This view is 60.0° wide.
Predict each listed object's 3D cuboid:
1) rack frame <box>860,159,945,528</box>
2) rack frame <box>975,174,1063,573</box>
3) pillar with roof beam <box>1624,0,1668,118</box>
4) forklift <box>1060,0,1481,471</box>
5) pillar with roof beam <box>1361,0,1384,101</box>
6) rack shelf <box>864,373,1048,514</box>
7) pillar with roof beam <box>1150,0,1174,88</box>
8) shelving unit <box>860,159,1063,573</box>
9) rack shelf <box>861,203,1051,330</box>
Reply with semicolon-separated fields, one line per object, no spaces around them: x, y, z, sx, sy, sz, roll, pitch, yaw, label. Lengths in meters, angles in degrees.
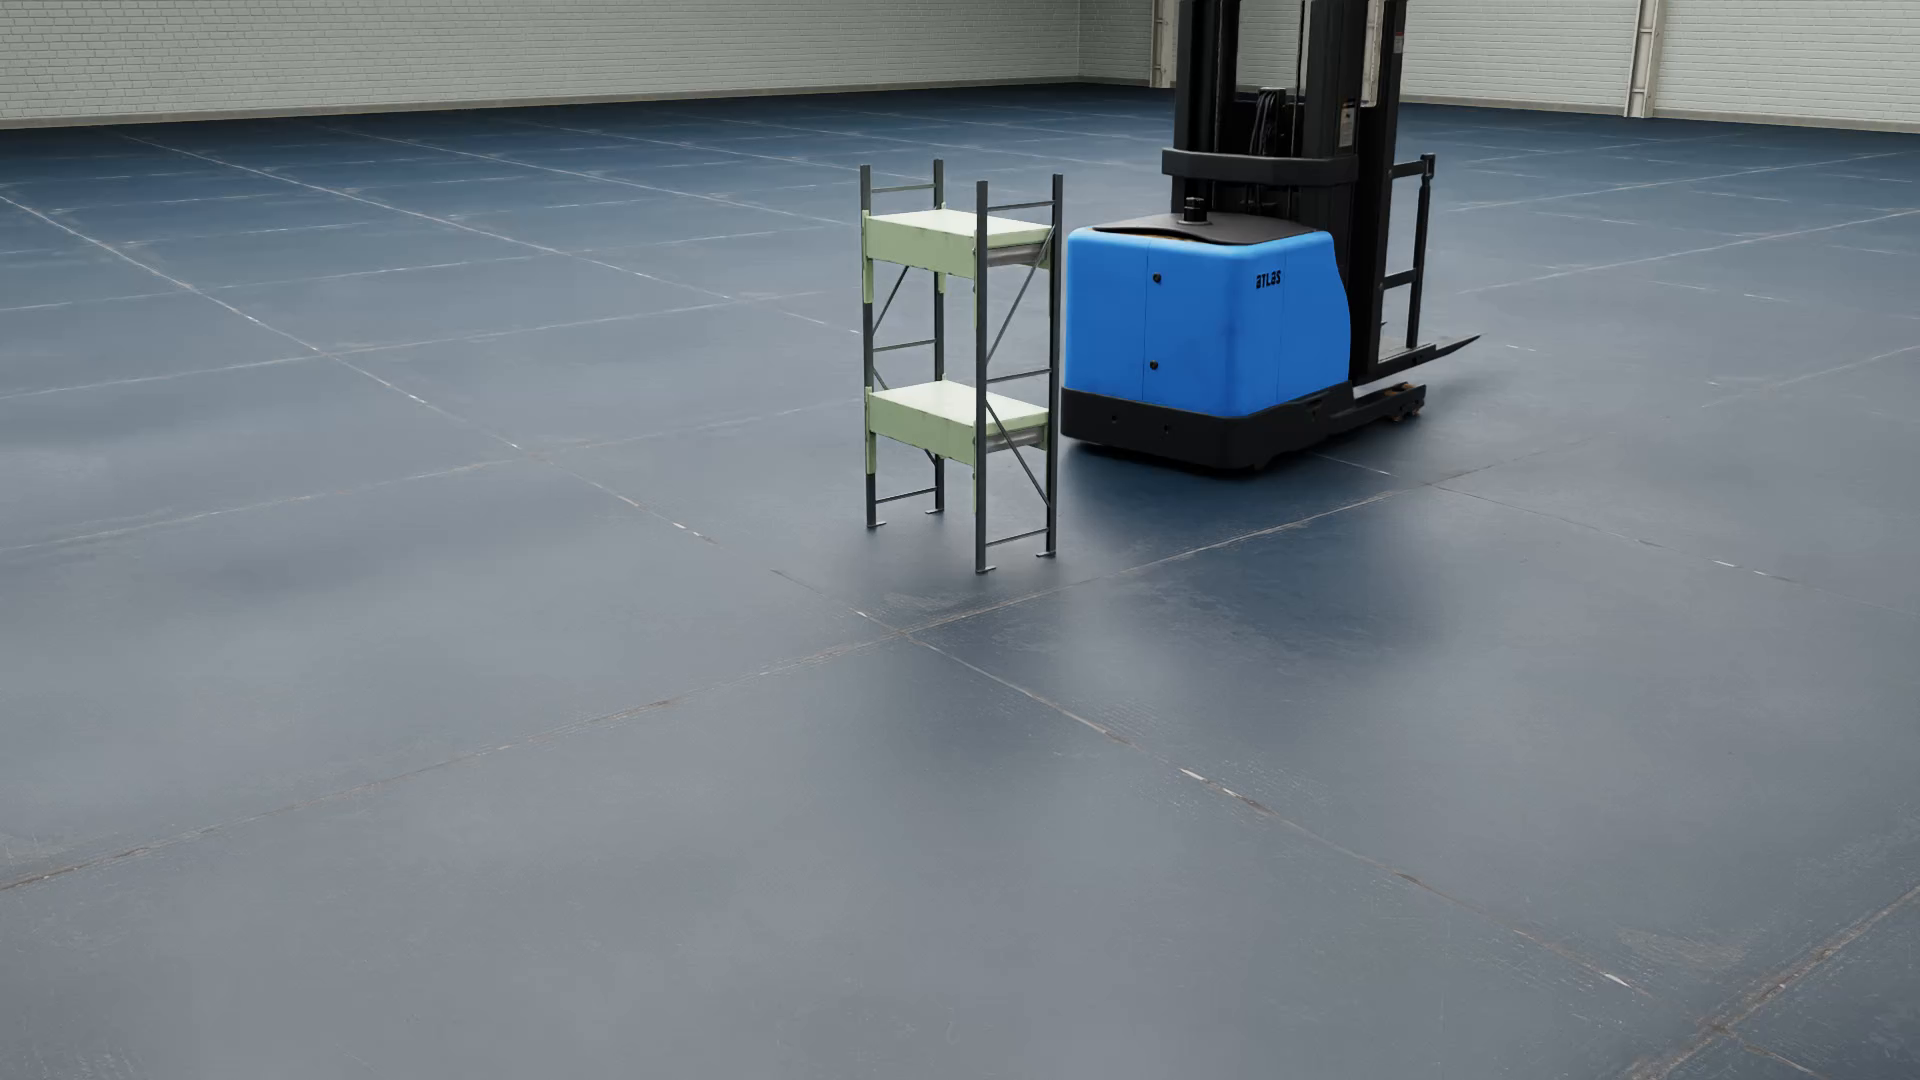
-0.231;-0.804;6.904;0.400;1.500;0.023;-14;23;-36;rack frame
0.223;-0.623;6.359;0.400;1.500;0.023;-14;23;-36;rack frame
8.716;-10.973;25.686;9.100;9.000;0.400;-14;23;-36;pillar with roof beam
1.837;-2.102;8.549;1.130;2.935;3.031;15;24;38;forklift
4.991;-12.452;30.151;9.100;9.000;0.400;-14;23;-36;pillar with roof beam
-0.004;-0.404;6.734;0.431;0.370;0.720;-14;23;-36;rack shelf
1.266;-13.930;34.616;9.100;9.000;0.400;-14;23;-36;pillar with roof beam
-0.004;-0.714;6.632;0.431;1.500;0.755;-14;23;-36;shelving unit
-0.004;-1.084;6.509;0.431;0.370;0.720;-14;23;-36;rack shelf
